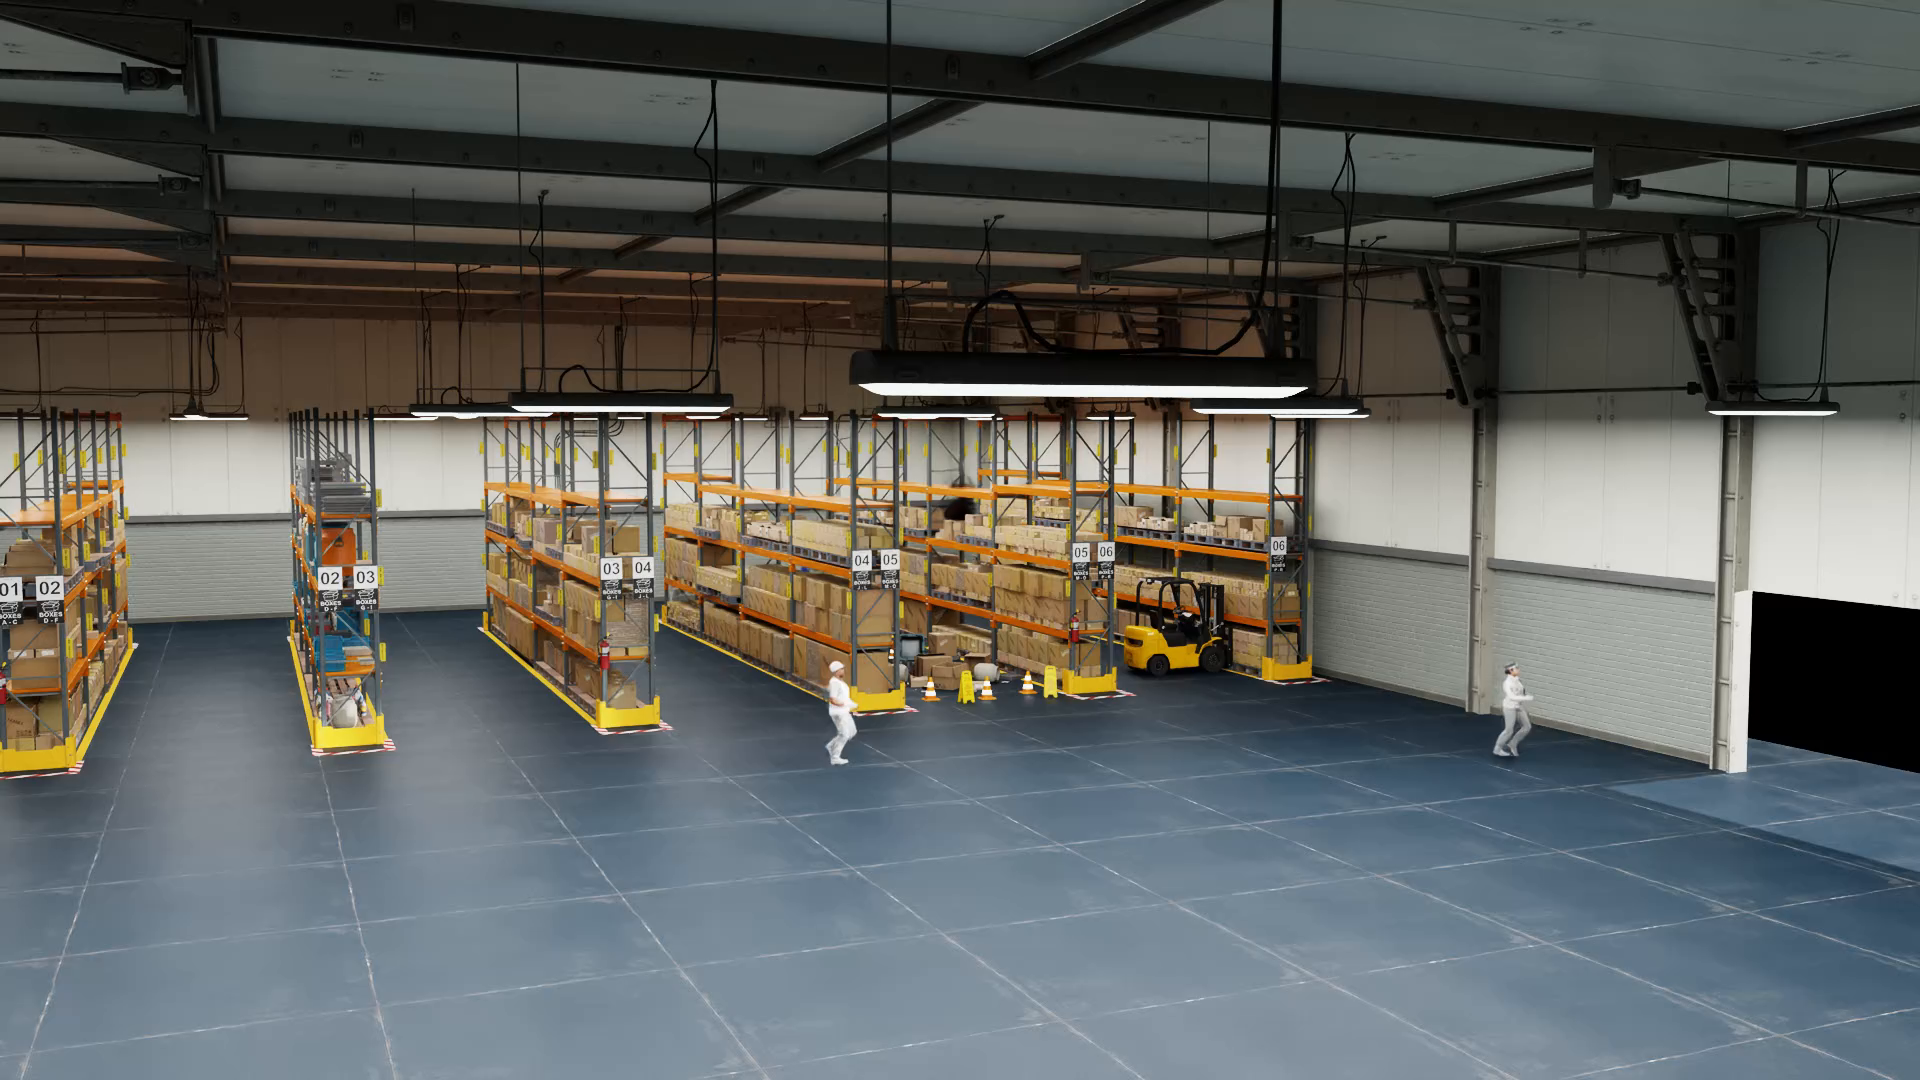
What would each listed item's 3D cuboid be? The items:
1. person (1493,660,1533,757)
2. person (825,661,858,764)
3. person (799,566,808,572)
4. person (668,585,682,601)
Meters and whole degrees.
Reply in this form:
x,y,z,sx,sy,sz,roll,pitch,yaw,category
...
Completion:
x,y,z,sx,sy,sz,roll,pitch,yaw,category
9.467,2.888,28.391,0.661,1.685,0.583,3,5,37,person
-1.980,2.894,27.885,0.599,1.736,0.659,0,4,5,person
-4.764,1.362,50.980,0.805,1.623,0.622,-1,4,-14,person
-8.437,1.433,49.280,0.525,1.700,0.700,-2,4,-26,person
